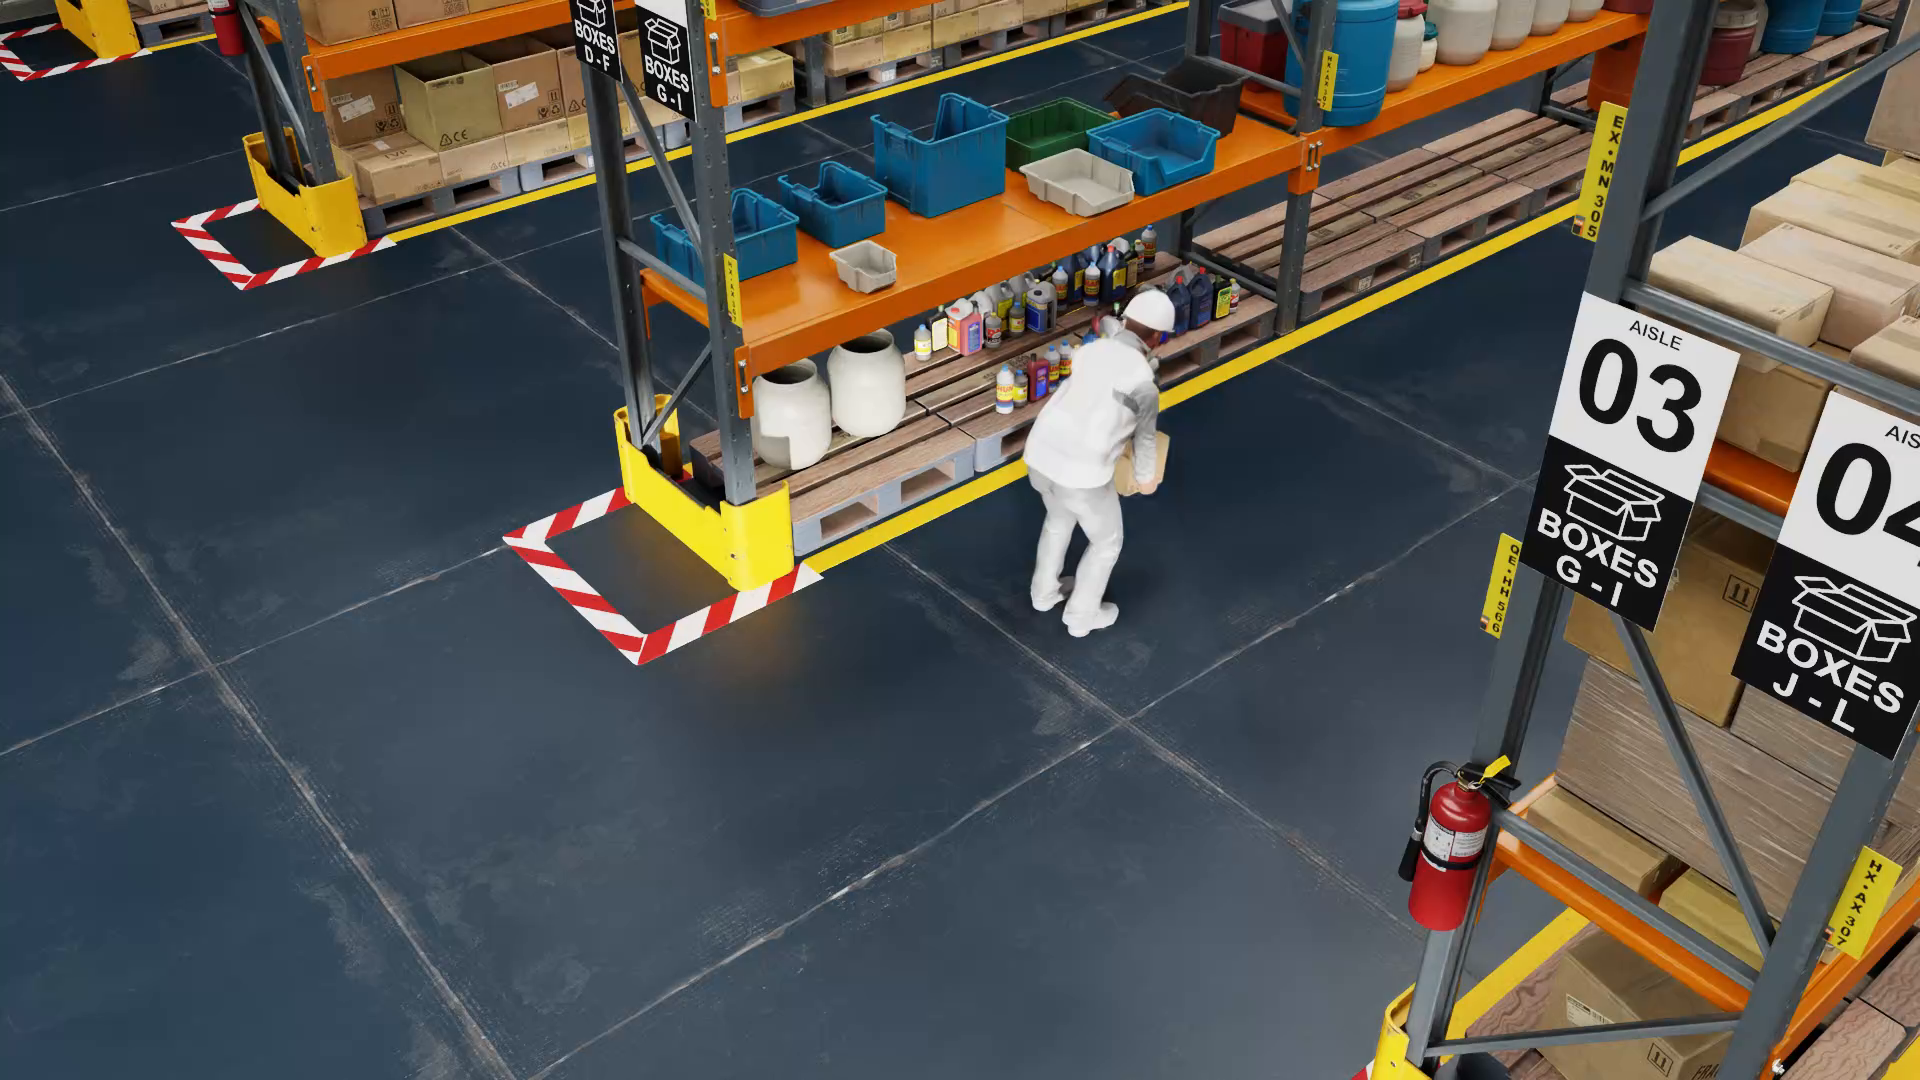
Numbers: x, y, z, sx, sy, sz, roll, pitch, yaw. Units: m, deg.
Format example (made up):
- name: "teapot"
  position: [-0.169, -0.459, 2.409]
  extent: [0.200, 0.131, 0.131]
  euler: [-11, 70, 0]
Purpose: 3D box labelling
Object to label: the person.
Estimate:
- name: "person"
  position: [0.662, -0.362, 7.731]
  extent: [0.803, 1.579, 0.473]
  euler: [-27, 44, -32]
